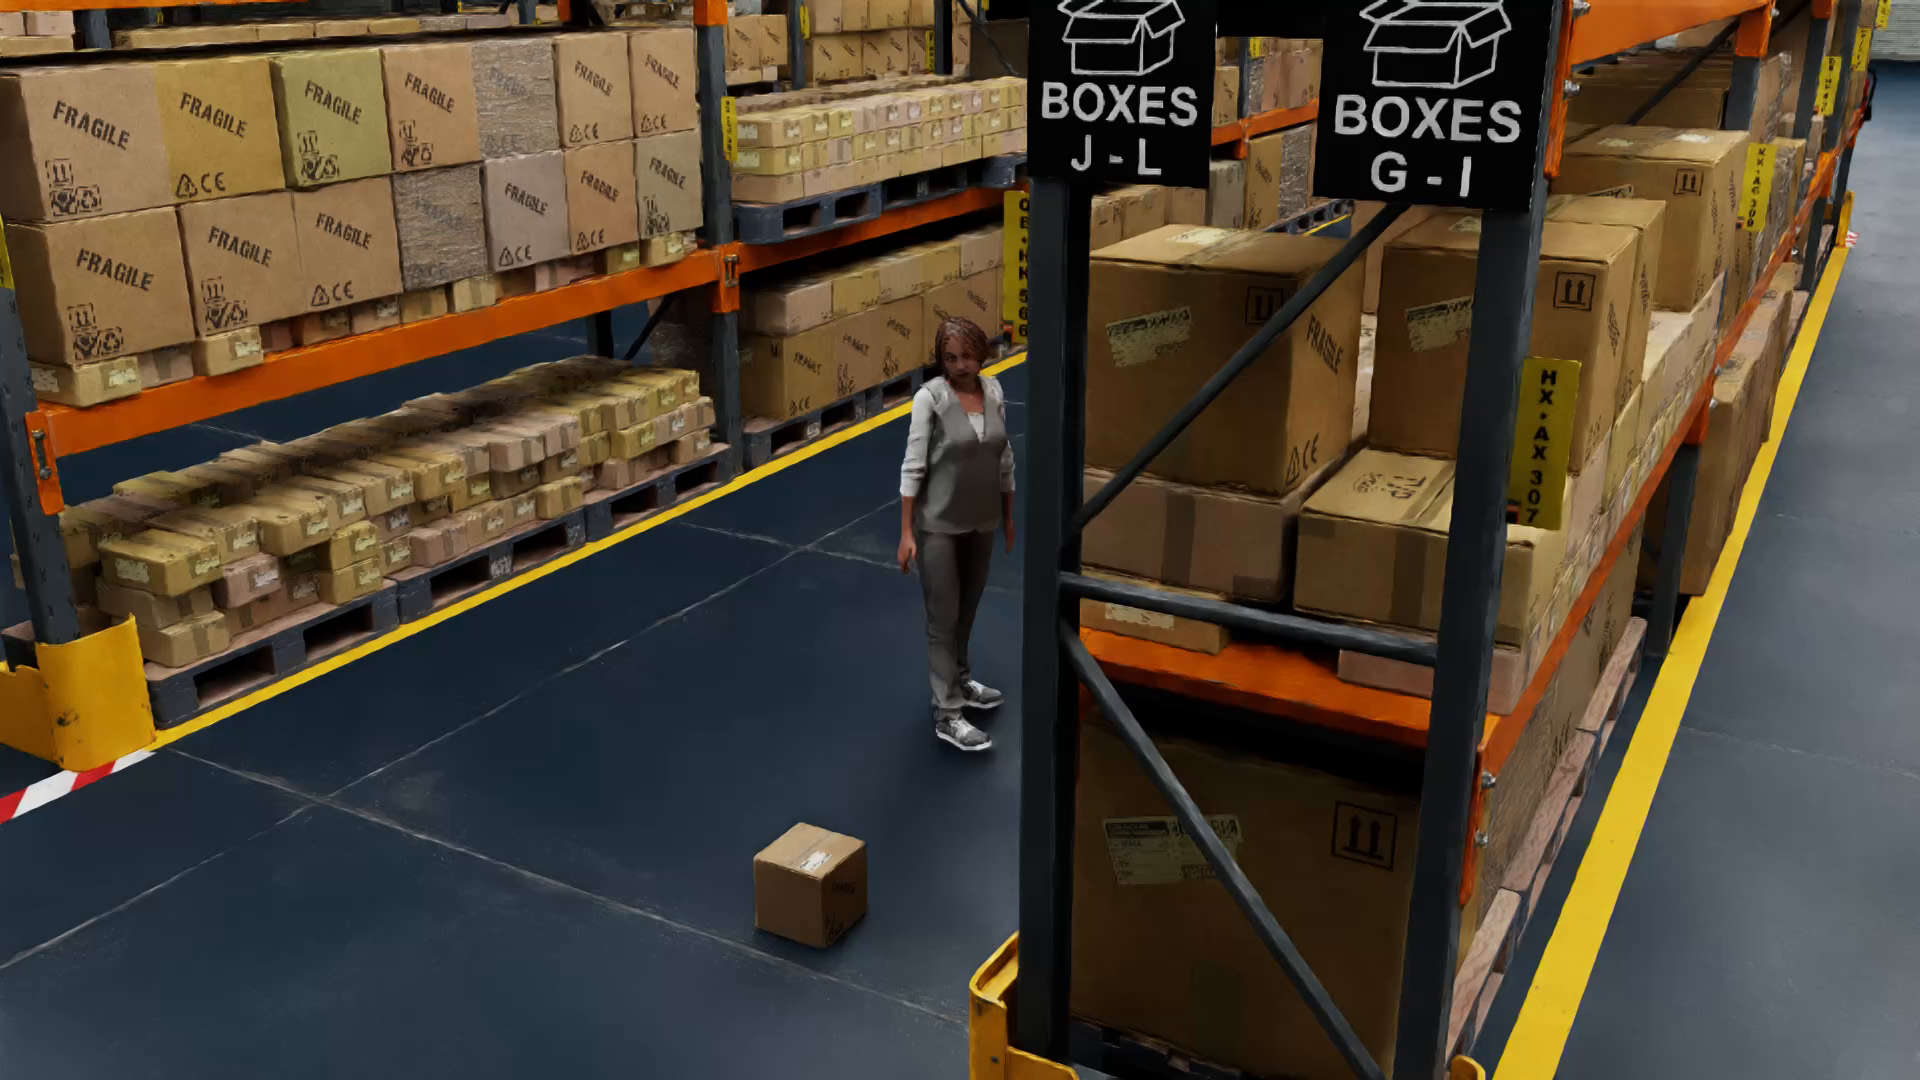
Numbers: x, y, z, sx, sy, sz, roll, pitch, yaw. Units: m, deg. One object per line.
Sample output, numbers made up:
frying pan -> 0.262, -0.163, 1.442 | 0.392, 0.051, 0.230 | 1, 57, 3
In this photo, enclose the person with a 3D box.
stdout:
person -> 0.000, -0.033, 6.110 | 0.524, 1.593, 0.529 | -15, 25, -36
